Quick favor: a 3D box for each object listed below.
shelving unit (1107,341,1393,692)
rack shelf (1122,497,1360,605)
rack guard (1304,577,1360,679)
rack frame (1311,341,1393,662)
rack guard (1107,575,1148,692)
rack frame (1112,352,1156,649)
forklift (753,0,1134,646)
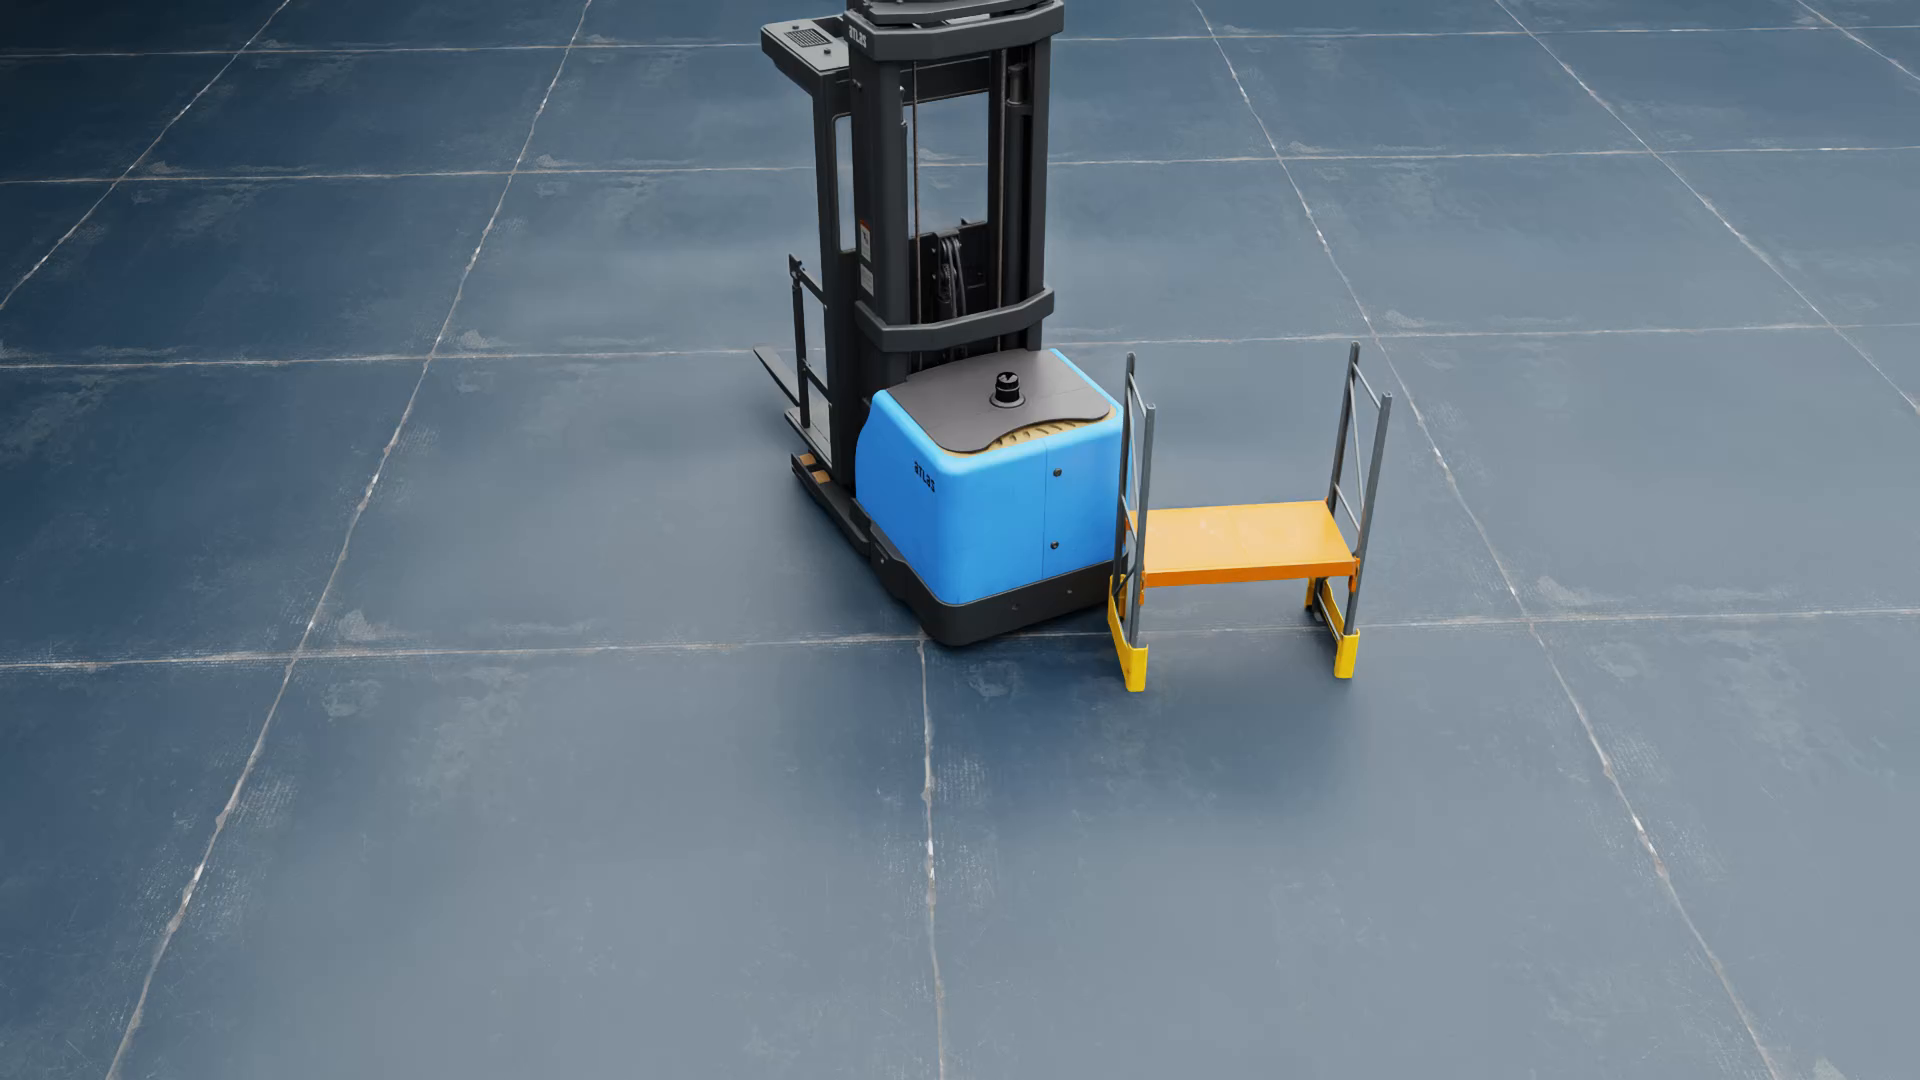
[{"bbox_3d":[1.293,-0.103,7.617,1.083,1.500,0.587,-3,35,-5],"label":"shelving unit"},{"bbox_3d":[1.284,0.046,7.719,1.000,0.185,0.538,-3,35,-5],"label":"rack shelf"},{"bbox_3d":[1.788,0.383,8.013,0.087,0.250,0.587,-3,35,-5],"label":"rack guard"},{"bbox_3d":[1.789,-0.131,7.657,0.032,1.500,0.500,-3,35,-5],"label":"rack frame"},{"bbox_3d":[0.797,0.439,7.932,0.087,0.250,0.587,-3,35,-5],"label":"rack guard"},{"bbox_3d":[0.778,-0.074,7.575,0.032,1.500,0.500,-3,35,-5],"label":"rack frame"},{"bbox_3d":[-0.279,-1.522,8.410,1.130,2.935,3.031,-16,38,-22],"label":"forklift"}]
